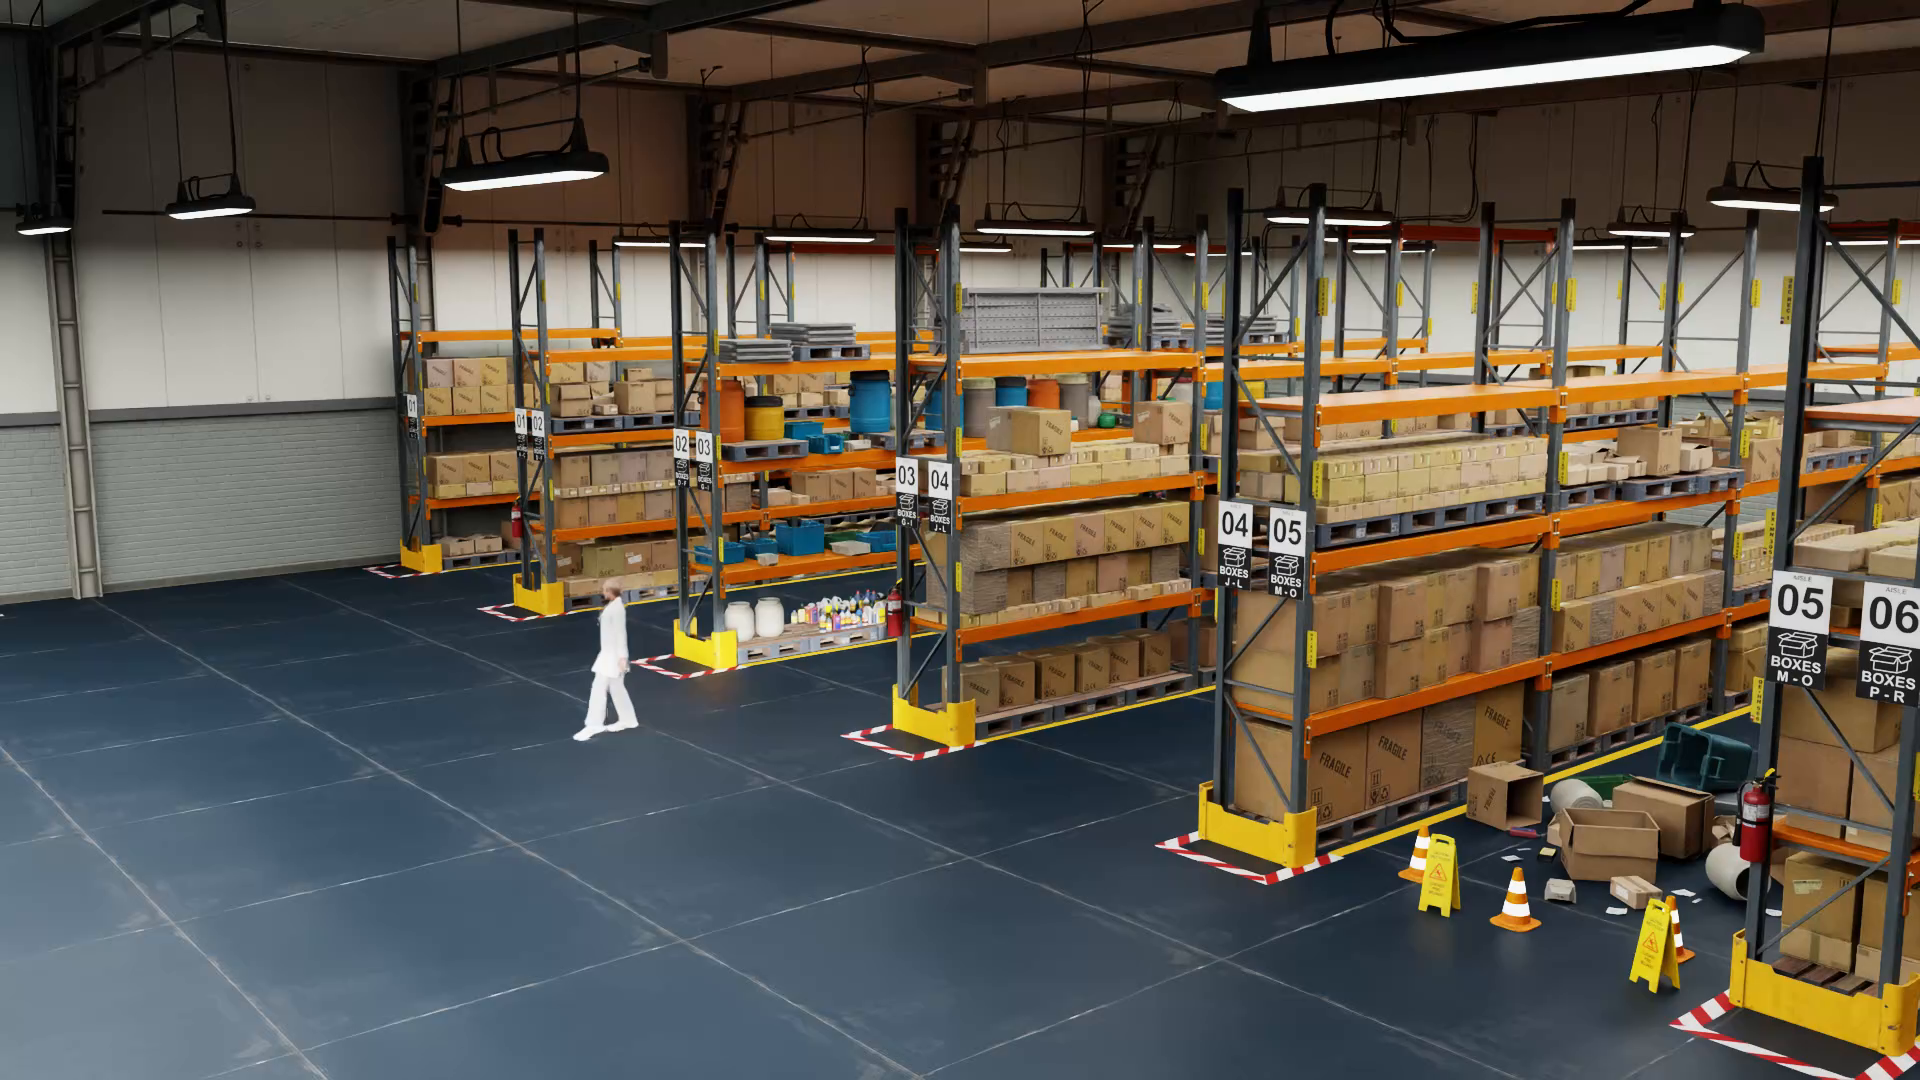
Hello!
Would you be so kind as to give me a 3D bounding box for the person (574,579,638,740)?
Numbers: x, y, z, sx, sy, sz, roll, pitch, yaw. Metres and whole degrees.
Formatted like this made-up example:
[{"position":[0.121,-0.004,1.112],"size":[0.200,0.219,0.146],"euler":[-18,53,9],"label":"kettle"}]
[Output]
[{"position":[-4.111,1.349,19.241],"size":[0.714,1.788,0.671],"euler":[-1,9,-8],"label":"person"}]
